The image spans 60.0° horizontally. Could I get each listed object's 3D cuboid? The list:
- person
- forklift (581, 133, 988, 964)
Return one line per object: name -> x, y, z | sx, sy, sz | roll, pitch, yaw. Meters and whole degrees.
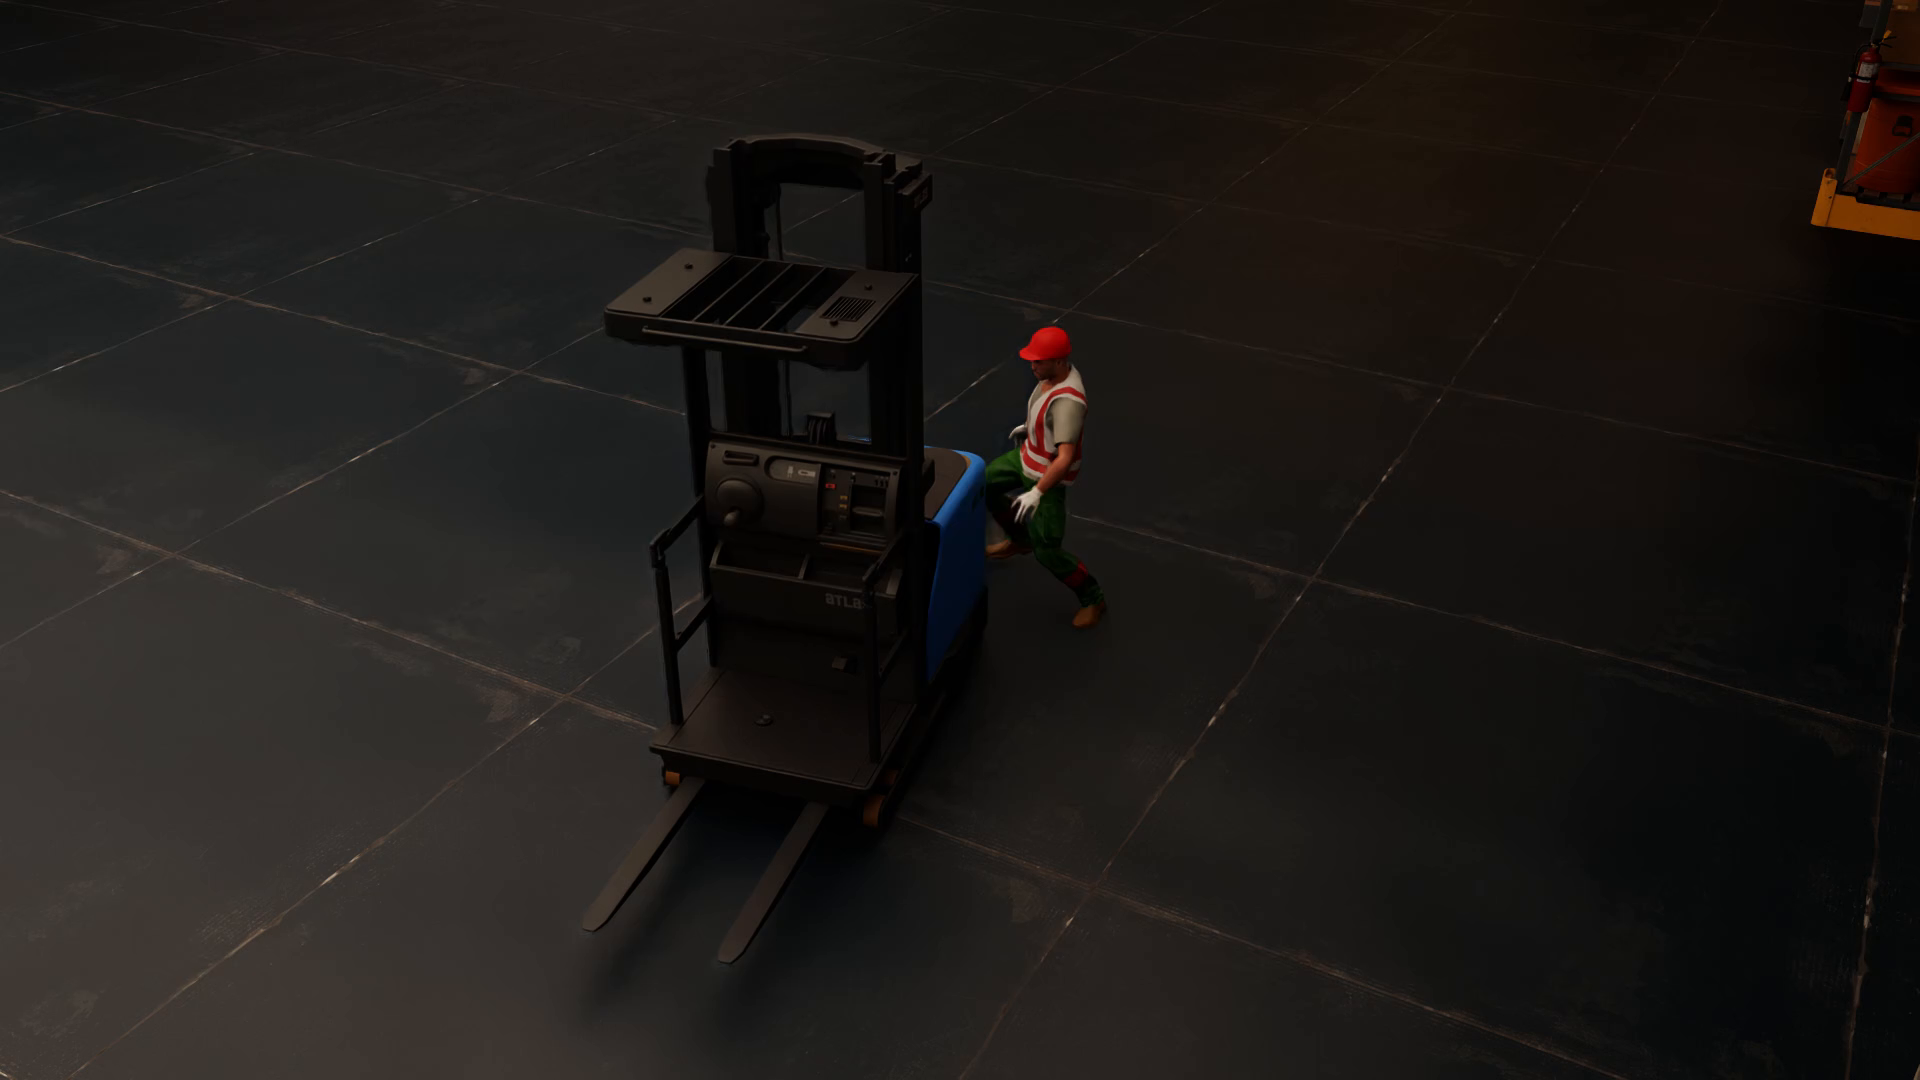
person -> 0.454, -0.397, 9.072 | 0.678, 1.650, 0.994 | -4, 30, -6
forklift -> -0.778, -0.159, 7.346 | 1.130, 2.935, 3.031 | 9, 31, 15
